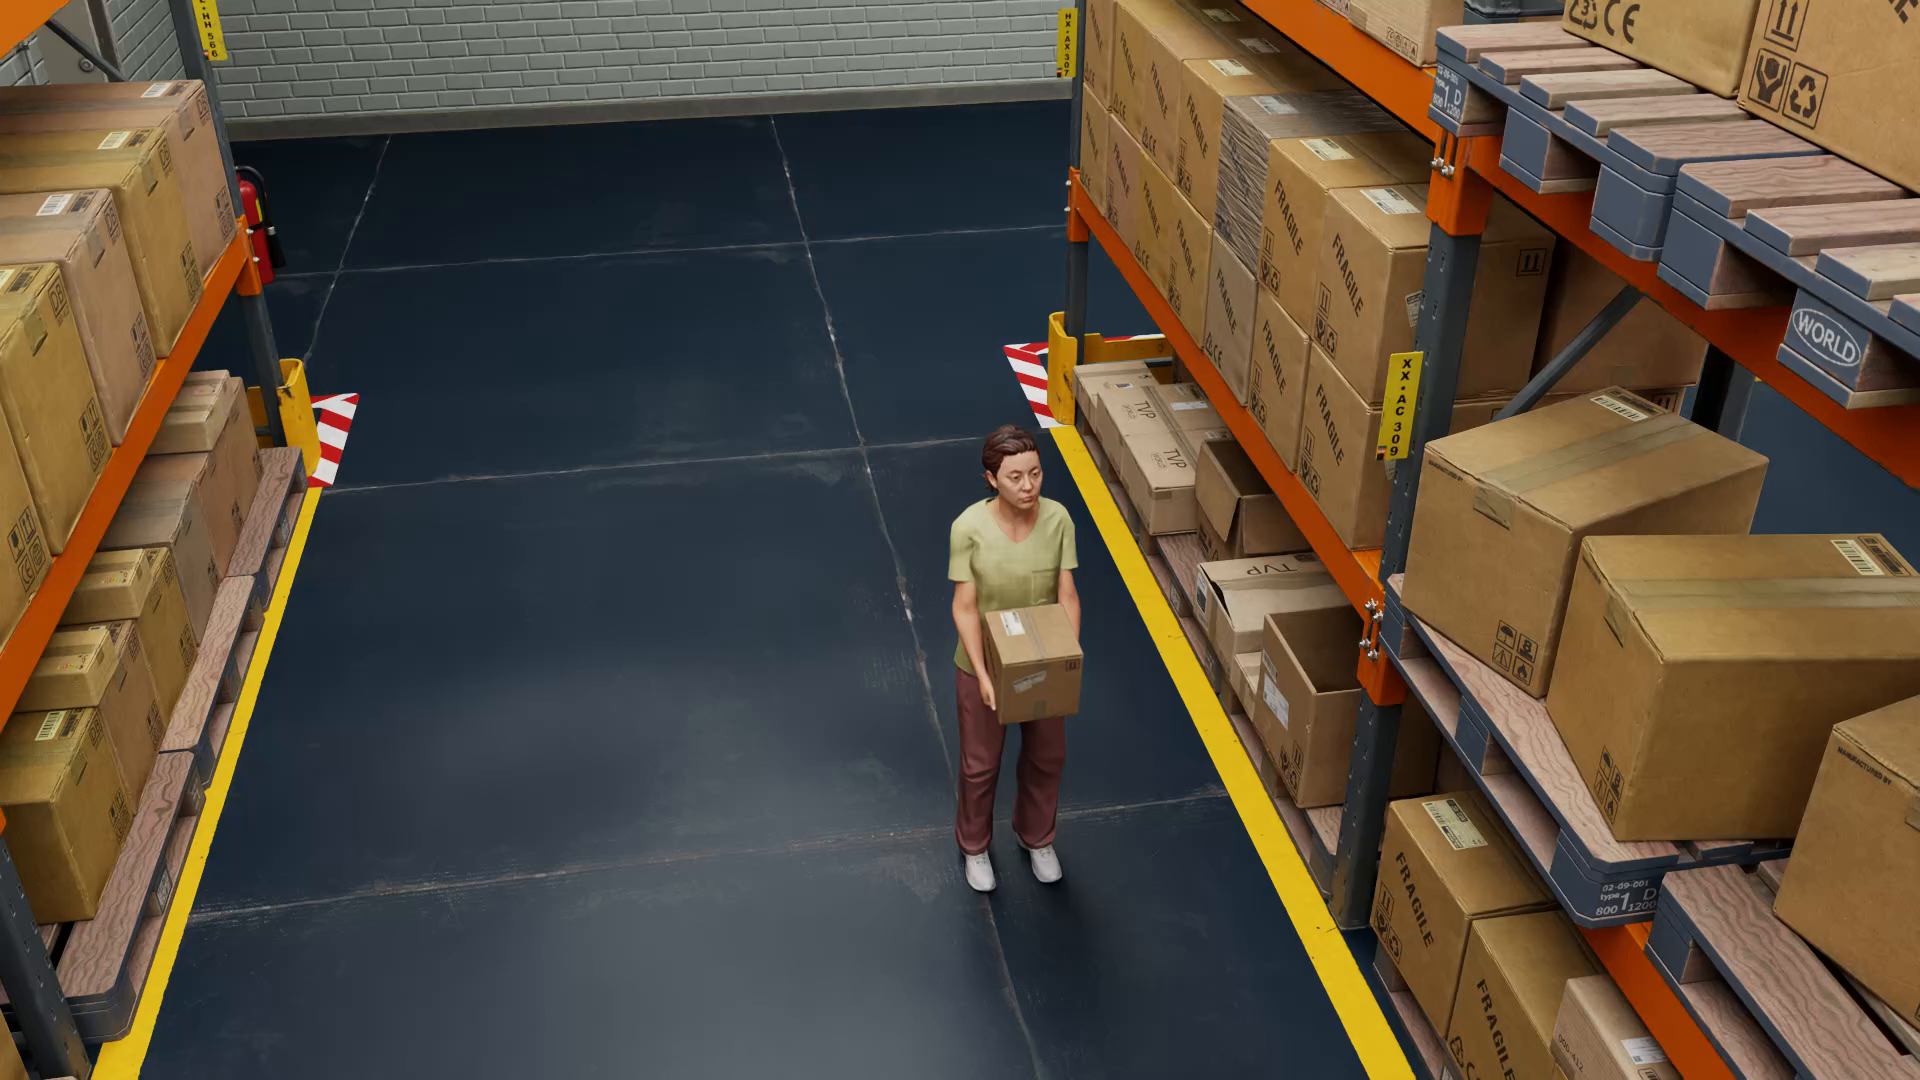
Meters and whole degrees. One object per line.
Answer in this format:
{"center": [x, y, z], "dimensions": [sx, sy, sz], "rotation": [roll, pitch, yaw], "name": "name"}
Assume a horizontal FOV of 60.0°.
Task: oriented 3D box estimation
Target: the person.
{"center": [0.181, 0.439, 5.409], "dimensions": [0.426, 1.665, 0.549], "rotation": [-6, 31, -11], "name": "person"}
